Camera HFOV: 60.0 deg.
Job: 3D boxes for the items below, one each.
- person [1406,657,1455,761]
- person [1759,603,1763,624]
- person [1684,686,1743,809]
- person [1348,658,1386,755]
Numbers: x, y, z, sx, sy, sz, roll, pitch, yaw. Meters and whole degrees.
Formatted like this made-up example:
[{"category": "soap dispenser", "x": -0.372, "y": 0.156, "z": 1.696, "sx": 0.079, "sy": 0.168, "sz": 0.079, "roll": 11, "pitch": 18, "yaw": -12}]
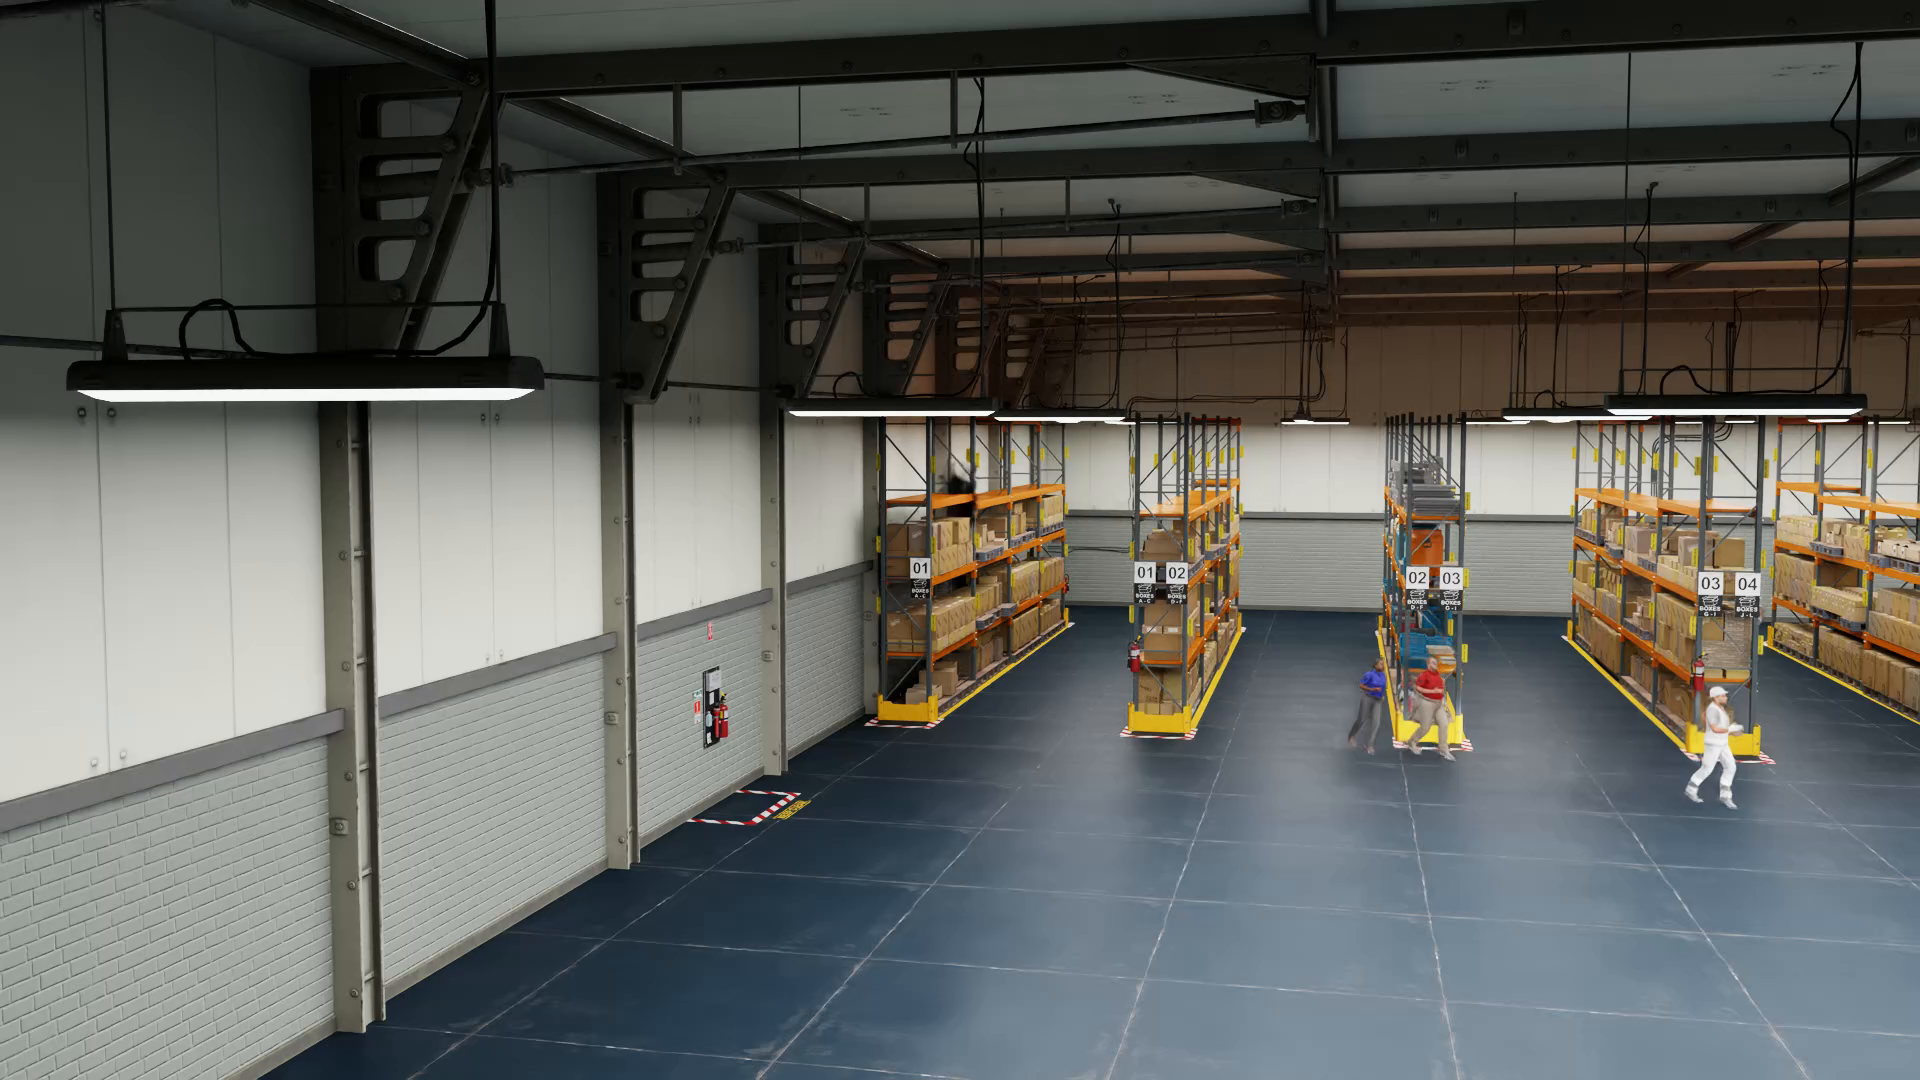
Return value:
[{"category": "person", "x": 8.154, "y": 2.906, "z": 28.812, "sx": 0.664, "sy": 1.766, "sz": 0.862, "roll": -3, "pitch": 5, "yaw": -34}, {"category": "person", "x": 19.644, "y": 2.059, "z": 41.476, "sx": 0.703, "sy": 1.746, "sz": 0.669, "roll": 2, "pitch": 4, "yaw": 22}, {"category": "person", "x": 11.376, "y": 3.129, "z": 25.066, "sx": 0.819, "sy": 1.860, "sz": 0.649, "roll": 4, "pitch": 5, "yaw": 43}, {"category": "person", "x": 7.320, "y": 2.913, "z": 29.484, "sx": 0.614, "sy": 1.654, "sz": 0.839, "roll": -1, "pitch": 4, "yaw": -13}]
